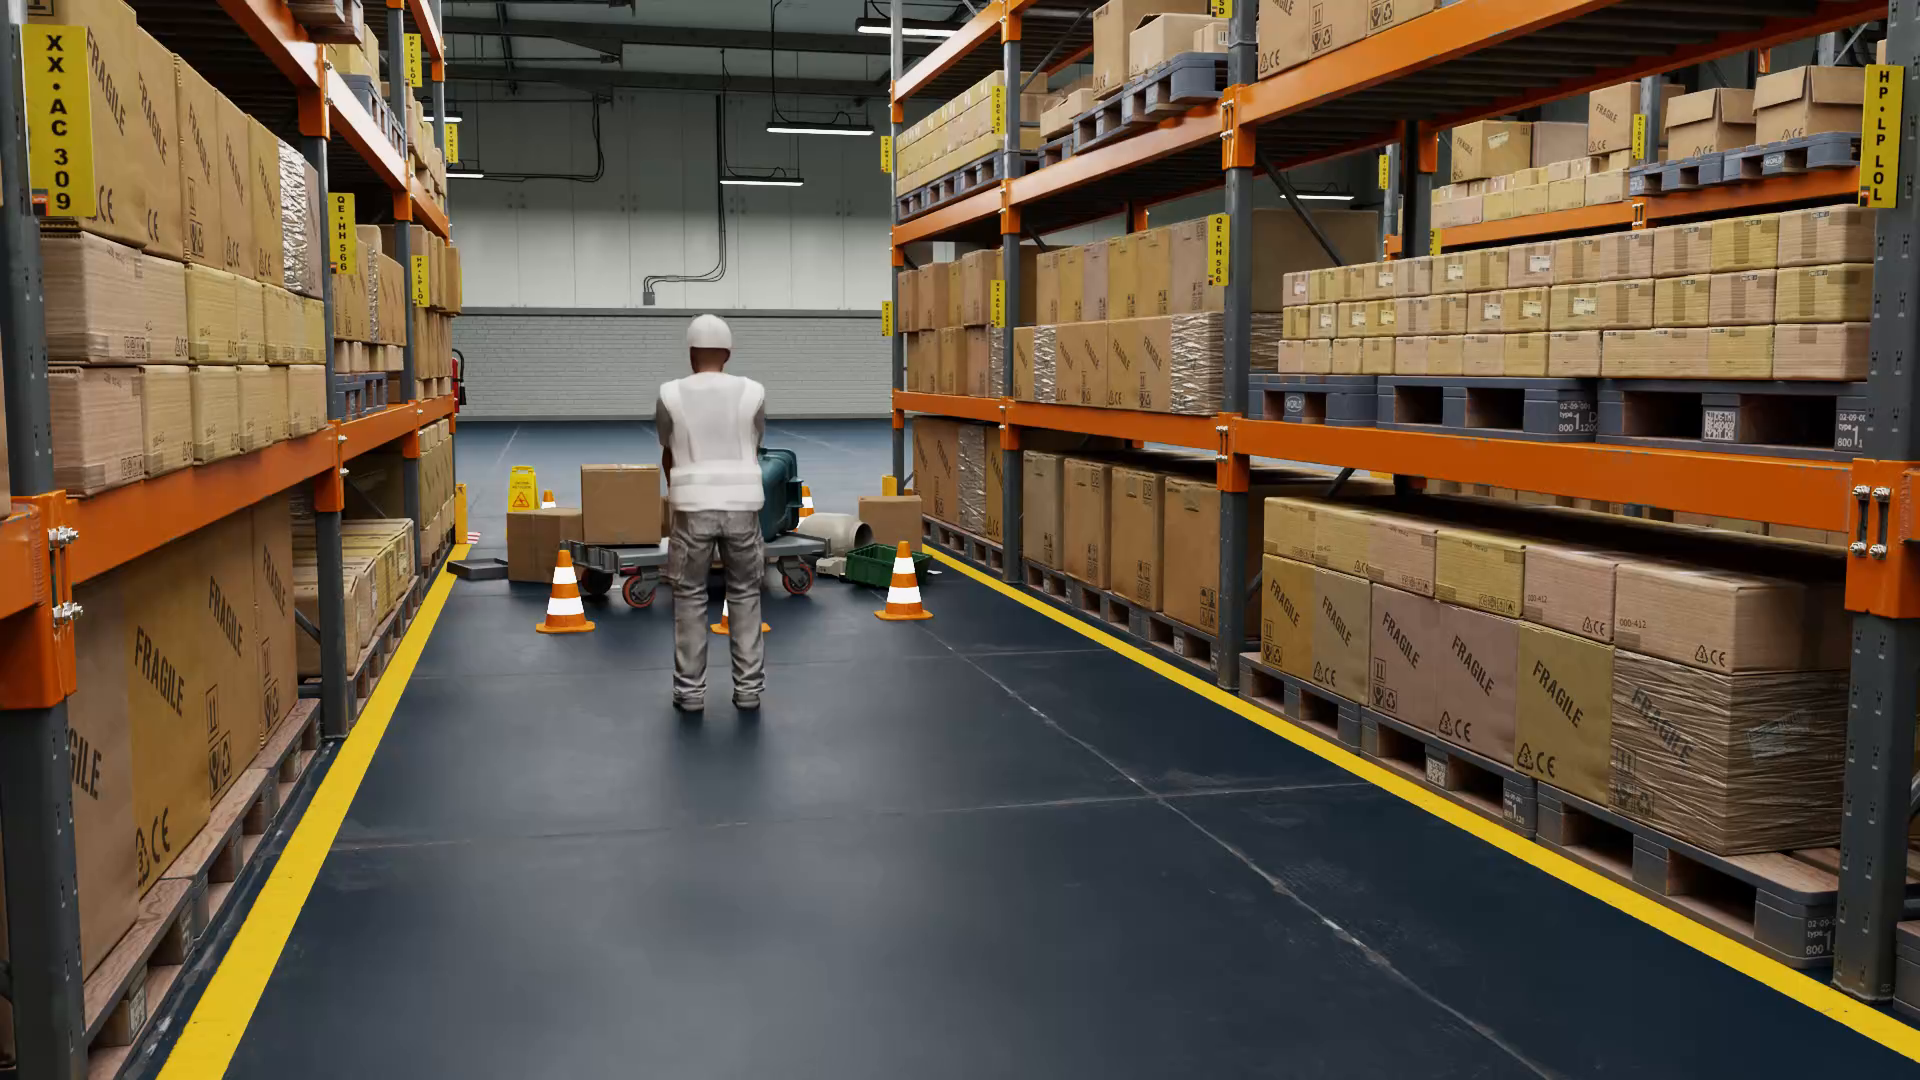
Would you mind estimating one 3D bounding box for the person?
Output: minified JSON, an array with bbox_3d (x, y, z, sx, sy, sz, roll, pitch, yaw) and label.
[{"bbox_3d":[-1.139,-0.135,7.597,0.491,1.778,0.587,-2,6,-15],"label":"person"}]
